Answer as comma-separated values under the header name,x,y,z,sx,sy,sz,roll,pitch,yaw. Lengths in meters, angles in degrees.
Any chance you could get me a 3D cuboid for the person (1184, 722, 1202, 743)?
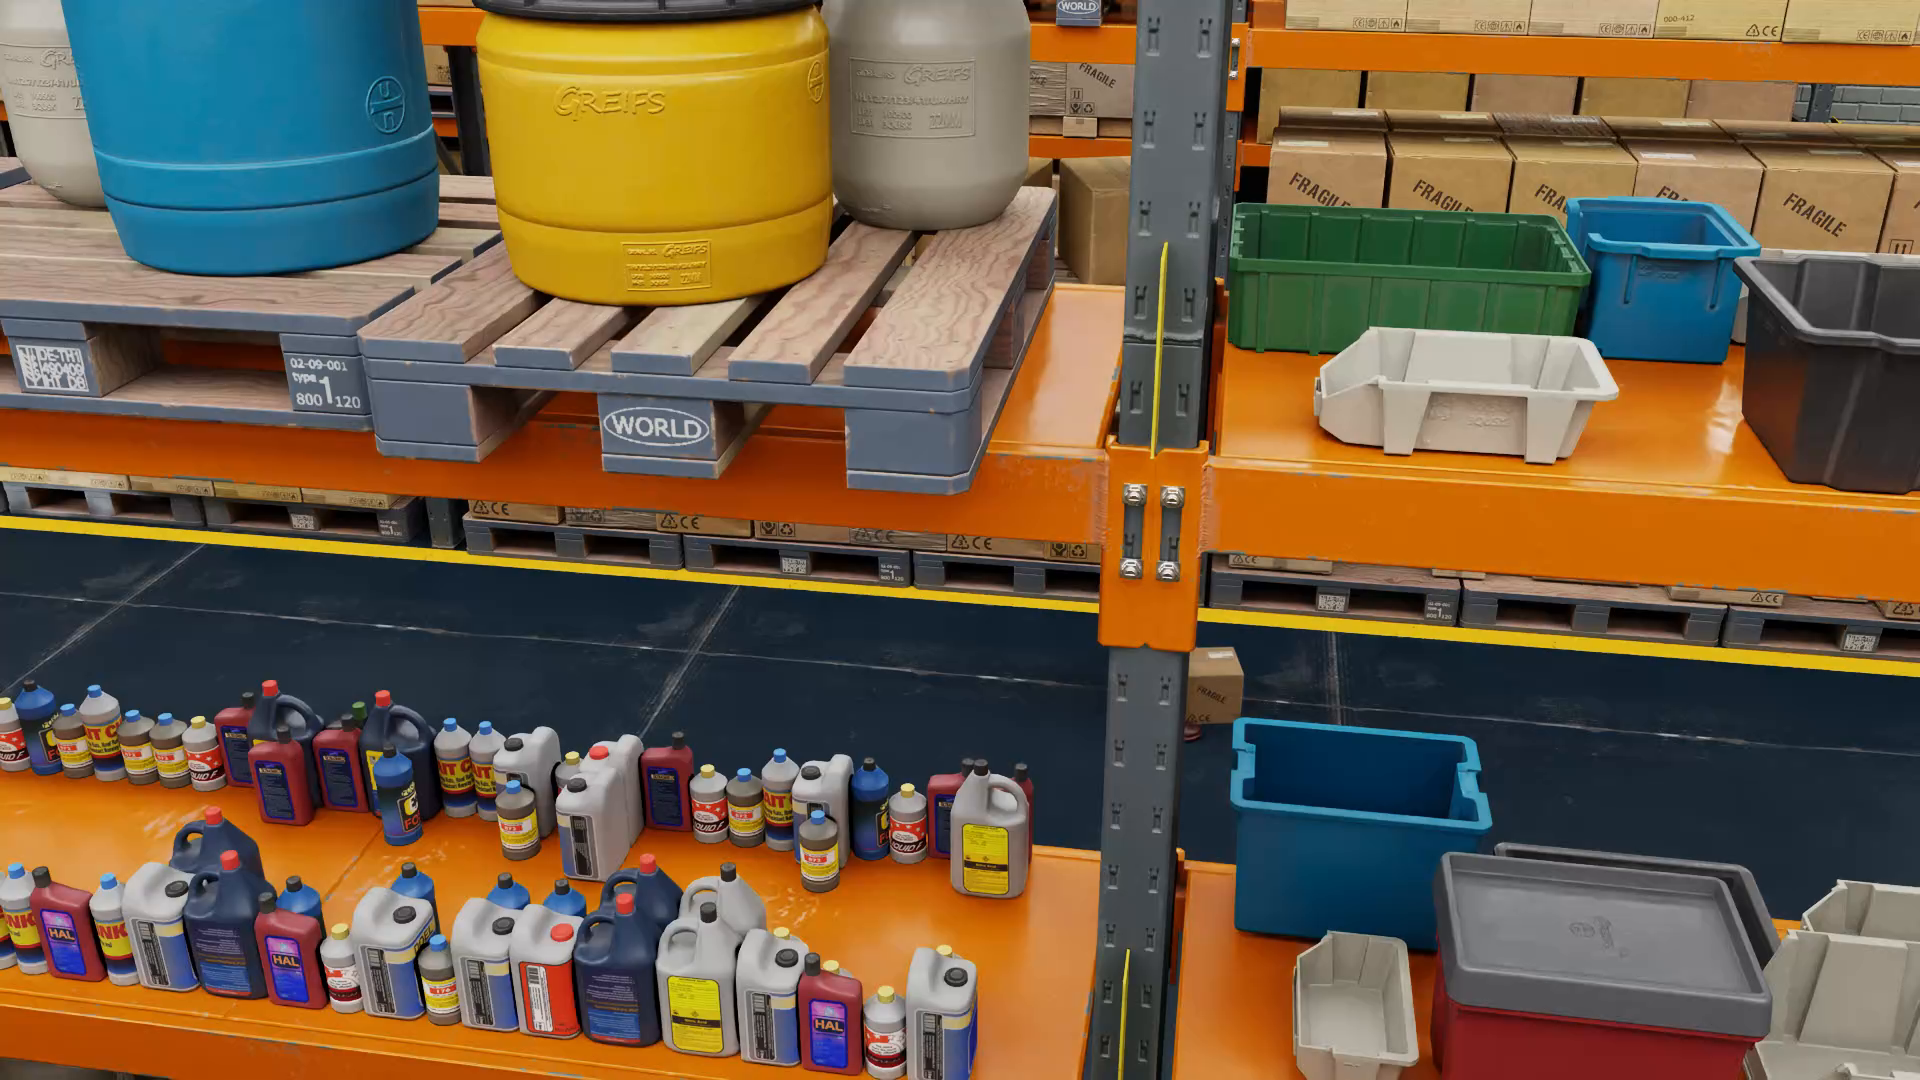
name,x,y,z,sx,sy,sz,roll,pitch,yaw
person,0.868,0.015,7.085,0.371,1.651,0.565,-1,25,-1
